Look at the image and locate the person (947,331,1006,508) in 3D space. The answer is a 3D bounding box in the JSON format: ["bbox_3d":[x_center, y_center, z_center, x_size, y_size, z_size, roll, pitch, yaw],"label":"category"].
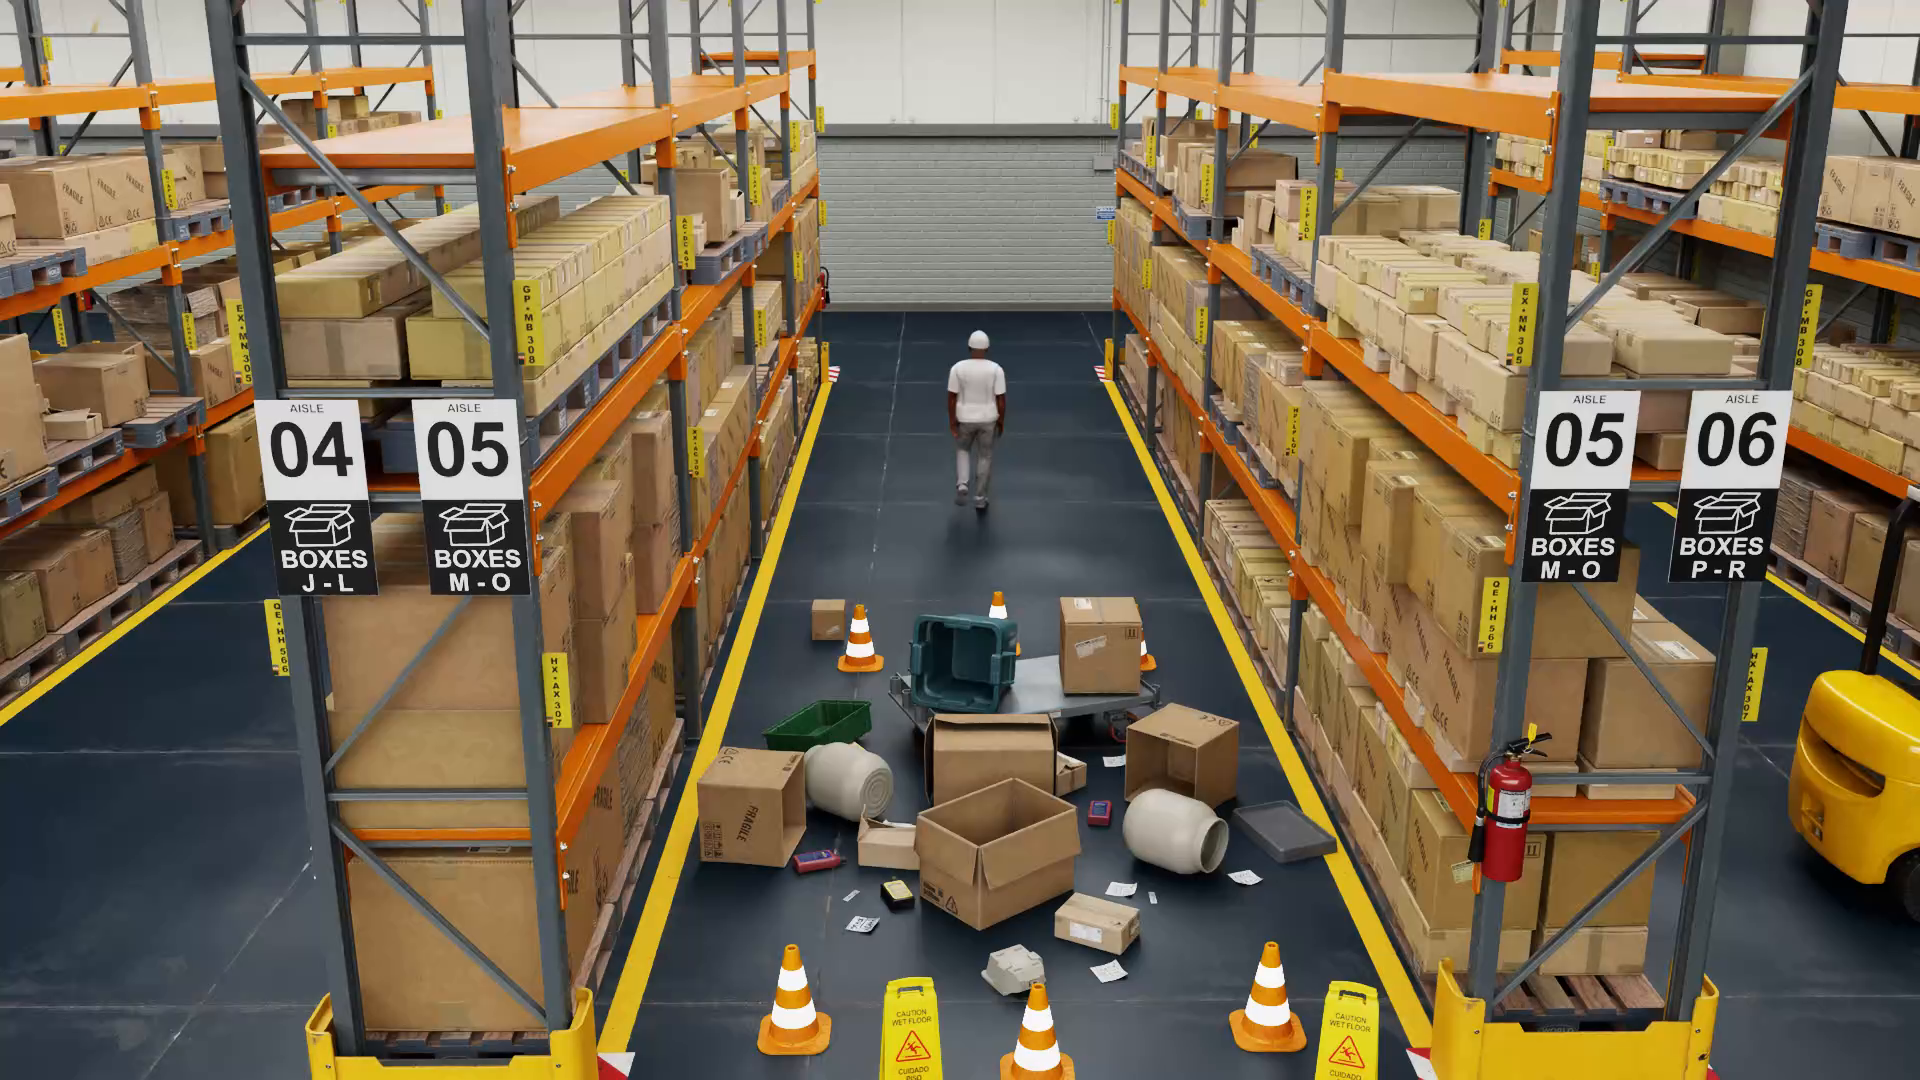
[{"bbox_3d":[0.171,-1.181,16.278,0.565,1.759,0.475,2,17,8],"label":"person"}]
